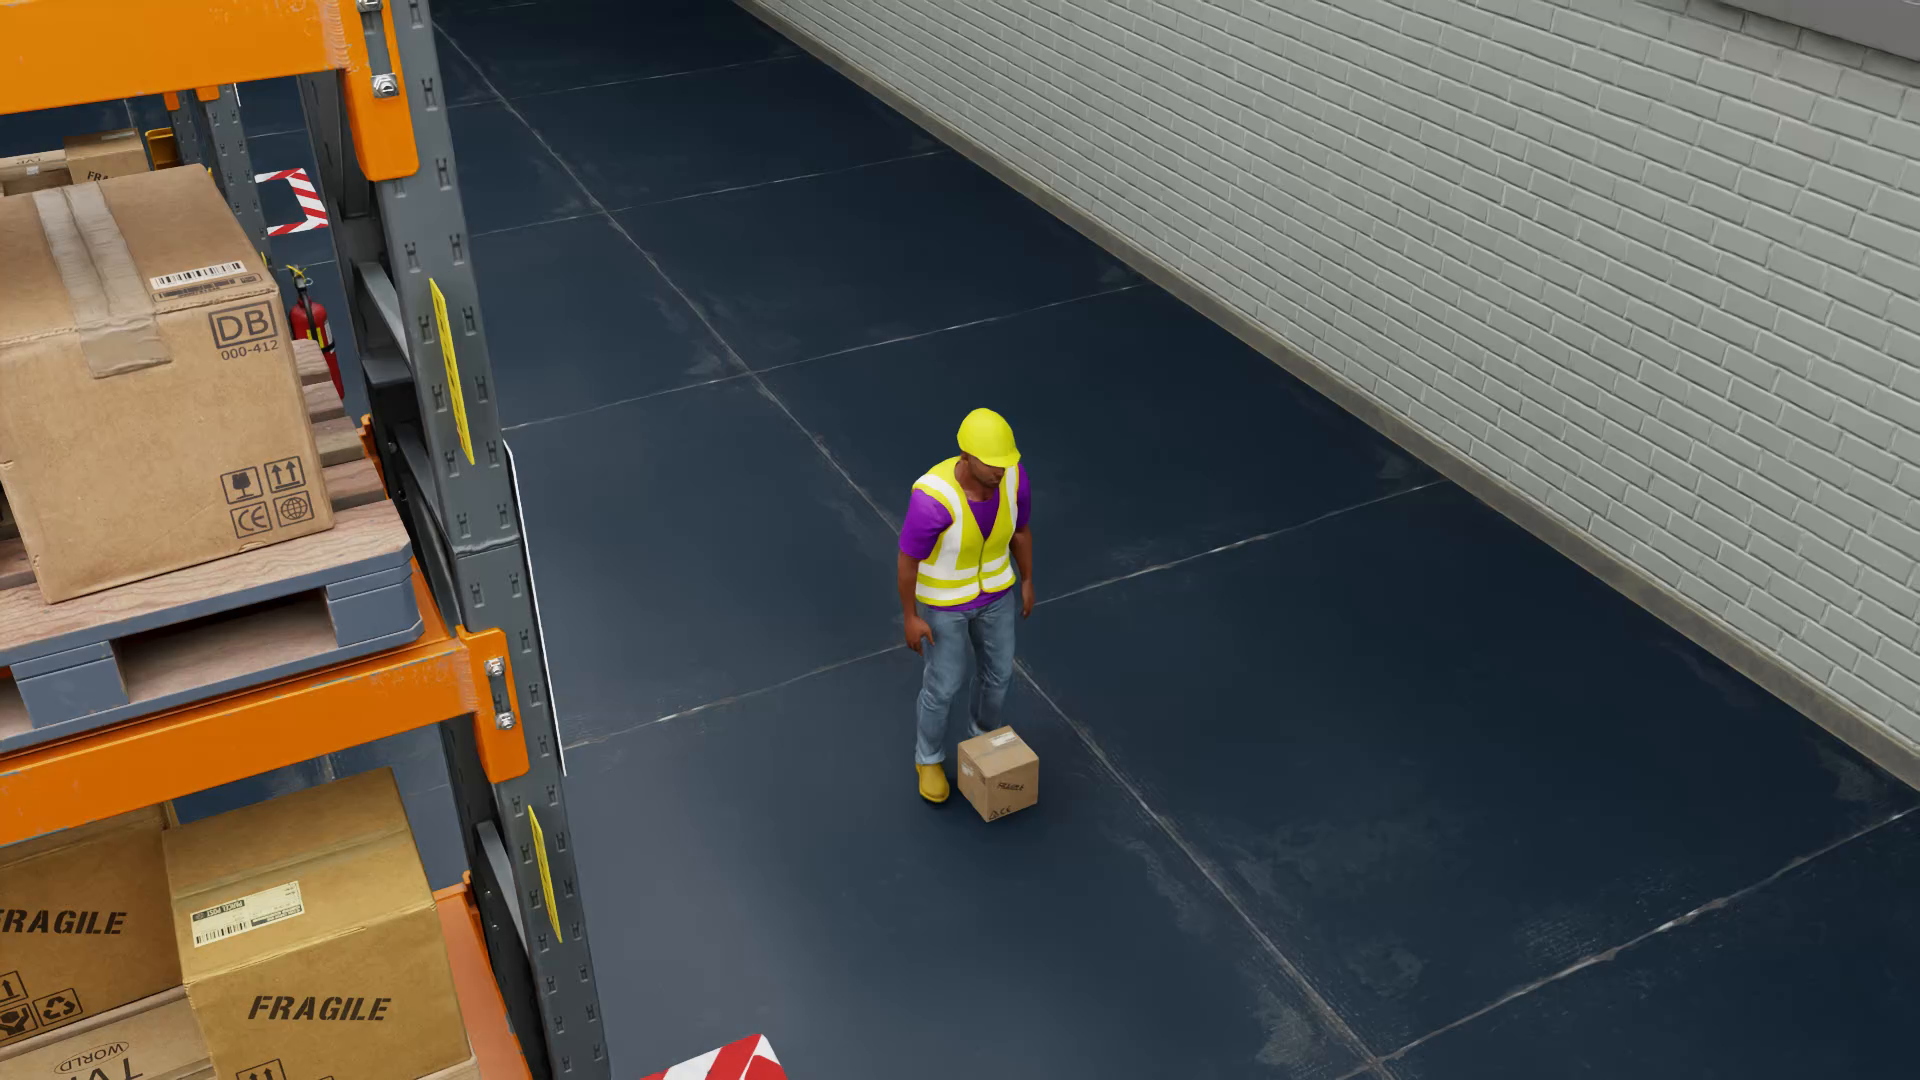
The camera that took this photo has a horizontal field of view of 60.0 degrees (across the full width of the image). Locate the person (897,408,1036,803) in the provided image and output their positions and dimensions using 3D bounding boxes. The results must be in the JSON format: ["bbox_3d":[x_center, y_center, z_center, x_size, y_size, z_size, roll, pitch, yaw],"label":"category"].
[{"bbox_3d":[0.045,0.239,6.754,0.627,1.759,0.462,-18,37,-25],"label":"person"}]
